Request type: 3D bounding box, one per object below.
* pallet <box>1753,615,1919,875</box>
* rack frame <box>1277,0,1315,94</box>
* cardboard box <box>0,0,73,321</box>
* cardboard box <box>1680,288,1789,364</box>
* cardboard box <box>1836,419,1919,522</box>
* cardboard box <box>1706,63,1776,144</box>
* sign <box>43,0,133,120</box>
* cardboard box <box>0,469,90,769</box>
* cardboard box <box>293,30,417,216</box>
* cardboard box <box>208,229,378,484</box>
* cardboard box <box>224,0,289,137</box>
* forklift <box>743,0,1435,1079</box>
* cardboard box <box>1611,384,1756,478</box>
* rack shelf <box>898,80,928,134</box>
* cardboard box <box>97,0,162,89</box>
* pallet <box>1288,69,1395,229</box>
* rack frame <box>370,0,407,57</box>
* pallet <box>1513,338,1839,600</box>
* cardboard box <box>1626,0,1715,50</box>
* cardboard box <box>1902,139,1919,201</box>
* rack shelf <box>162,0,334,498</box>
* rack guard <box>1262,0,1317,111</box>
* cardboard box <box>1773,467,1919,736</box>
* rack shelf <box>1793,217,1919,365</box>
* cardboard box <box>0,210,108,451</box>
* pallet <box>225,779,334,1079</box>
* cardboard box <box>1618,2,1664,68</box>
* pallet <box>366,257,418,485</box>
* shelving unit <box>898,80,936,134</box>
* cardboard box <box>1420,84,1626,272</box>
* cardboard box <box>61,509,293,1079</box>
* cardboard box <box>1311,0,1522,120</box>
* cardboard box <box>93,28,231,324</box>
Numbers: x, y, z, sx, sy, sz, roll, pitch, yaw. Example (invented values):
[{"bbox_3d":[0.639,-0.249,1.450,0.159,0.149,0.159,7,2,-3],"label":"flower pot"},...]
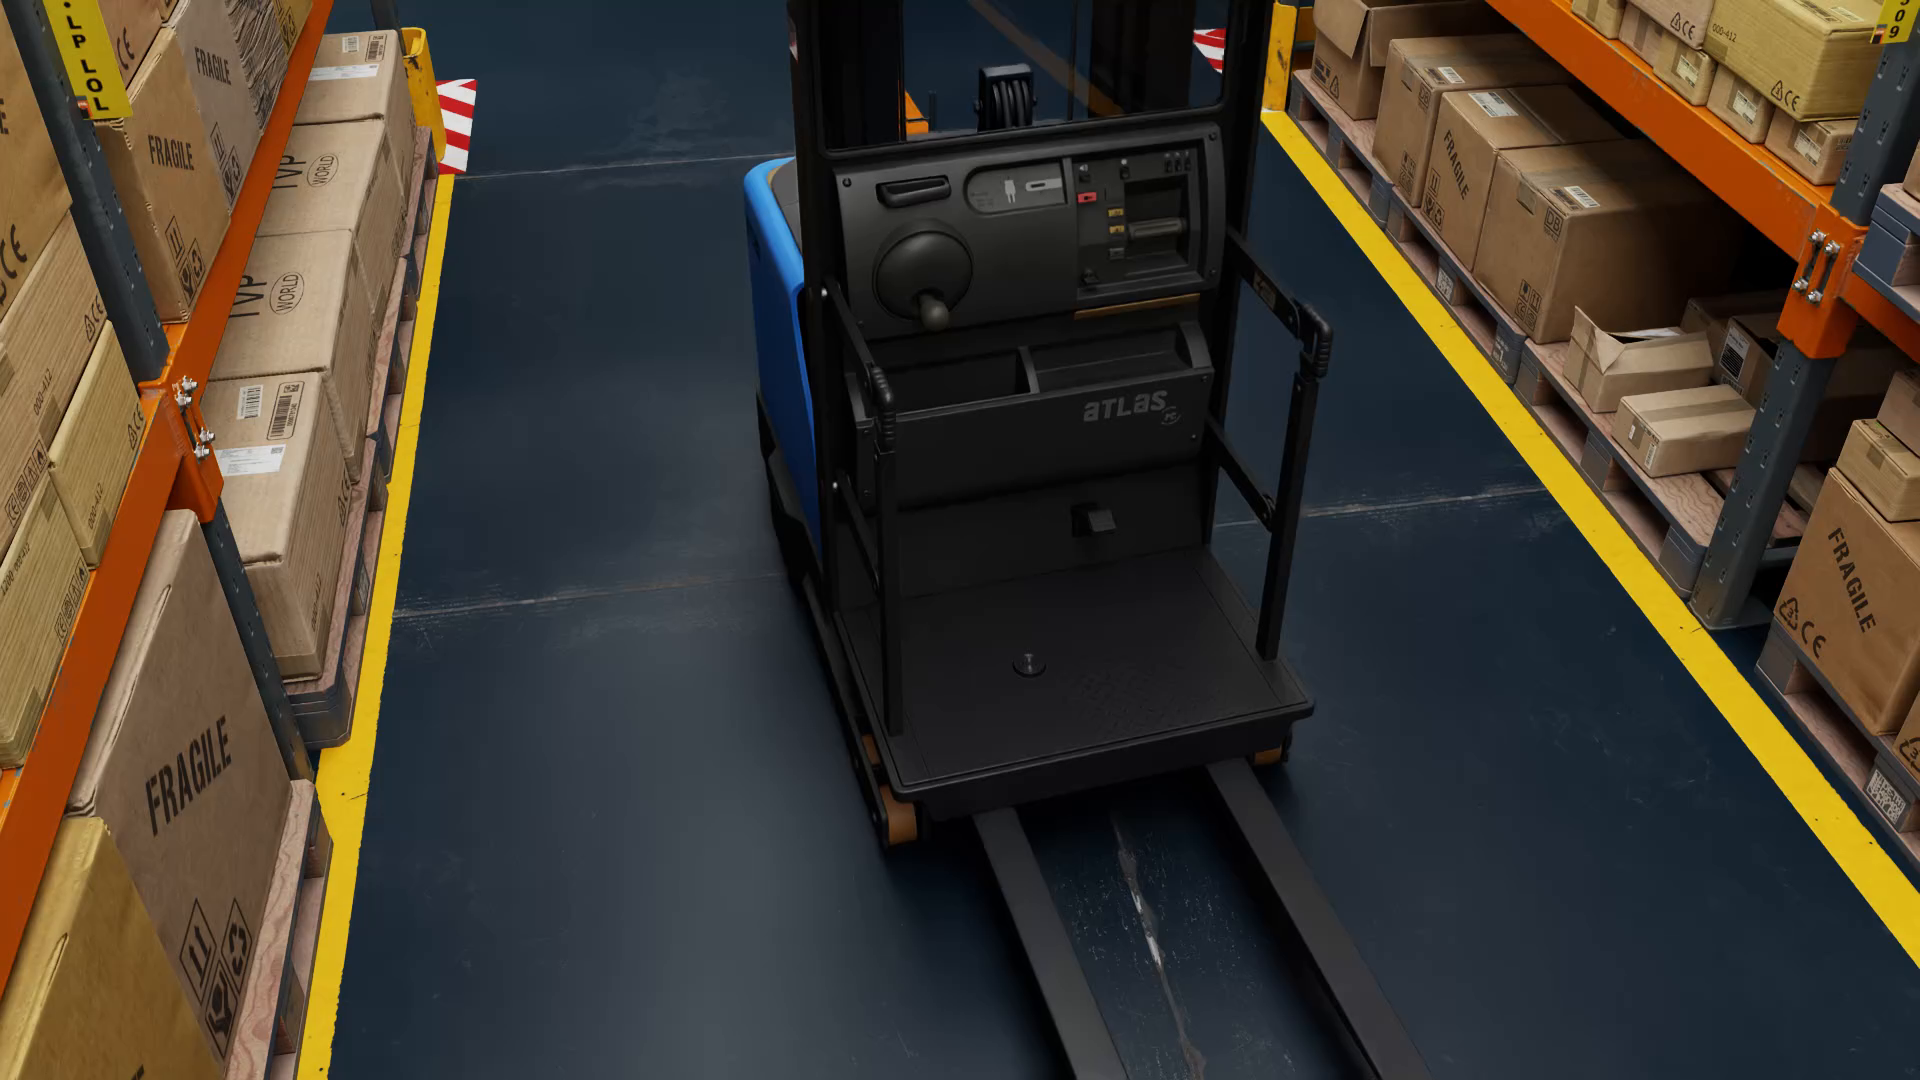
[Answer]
[{"bbox_3d":[2.863,0.588,4.321,1.003,0.211,1.213,-6,38,-8],"label":"pallet"},{"bbox_3d":[1.982,-3.417,7.203,1.000,3.000,0.127,-6,38,-8],"label":"rack frame"},{"bbox_3d":[-1.877,-0.656,2.753,0.500,0.500,0.500,-5,38,-6],"label":"cardboard box"},{"bbox_3d":[2.724,-0.727,5.722,0.380,0.149,0.250,-7,38,-9],"label":"cardboard box"},{"bbox_3d":[2.485,-0.190,4.216,0.380,0.149,0.250,-5,38,-6],"label":"cardboard box"},{"bbox_3d":[2.312,-1.222,4.582,0.380,0.149,0.250,-5,38,-7],"label":"cardboard box"},{"bbox_3d":[-1.670,-0.955,3.155,0.100,0.325,0.005,-6,38,-8],"label":"sign"},{"bbox_3d":[-1.788,0.146,2.739,0.500,0.250,0.500,-7,38,-9],"label":"cardboard box"},{"bbox_3d":[-2.690,-1.647,6.671,0.875,0.438,0.875,-7,38,-9],"label":"cardboard box"},{"bbox_3d":[-2.365,-0.550,5.259,0.875,0.438,0.875,-7,38,-9],"label":"cardboard box"},{"bbox_3d":[-2.192,-1.421,4.553,0.500,0.500,0.500,-6,38,-8],"label":"cardboard box"},{"bbox_3d":[0.238,-0.652,3.700,1.130,2.935,3.031,-10,39,-13],"label":"forklift"},{"bbox_3d":[2.297,-0.346,5.231,0.380,0.149,0.250,-7,38,-9],"label":"cardboard box"},{"bbox_3d":[-0.259,-1.323,5.334,0.258,0.148,0.480,-10,39,-13],"label":"rack shelf"},{"bbox_3d":[-2.048,-1.213,3.469,0.500,0.500,0.500,-6,38,-8],"label":"cardboard box"},{"bbox_3d":[2.136,-1.788,7.380,1.003,0.211,1.213,-6,38,-8],"label":"pallet"},{"bbox_3d":[-2.904,-2.881,6.513,1.000,3.000,0.127,-6,38,-8],"label":"rack frame"},{"bbox_3d":[2.564,-0.314,5.483,1.003,0.211,1.213,-6,38,-8],"label":"pallet"},{"bbox_3d":[2.252,-1.641,4.797,0.500,0.250,0.500,-6,38,-8],"label":"cardboard box"},{"bbox_3d":[2.548,-0.890,3.526,0.700,0.500,0.500,-5,38,-7],"label":"cardboard box"},{"bbox_3d":[-2.553,-1.388,5.179,1.077,0.370,4.000,-6,38,-8],"label":"rack shelf"},{"bbox_3d":[1.996,-2.384,7.911,1.175,0.500,0.348,-6,38,-8],"label":"rack guard"},{"bbox_3d":[2.547,0.137,4.324,0.500,0.500,0.500,-5,38,-6],"label":"cardboard box"},{"bbox_3d":[3.034,0.491,2.759,1.077,0.370,4.000,-6,38,-8],"label":"rack shelf"},{"bbox_3d":[-1.886,-0.363,2.986,0.500,0.250,0.500,-6,38,-8],"label":"cardboard box"},{"bbox_3d":[-1.993,1.095,3.669,1.003,0.211,1.213,-6,38,-8],"label":"pallet"},{"bbox_3d":[2.223,-1.538,4.989,0.380,0.149,0.250,-5,38,-7],"label":"cardboard box"},{"bbox_3d":[-2.476,-0.569,5.811,1.003,0.211,1.213,-6,38,-8],"label":"pallet"},{"bbox_3d":[-0.259,-1.013,5.575,0.258,1.200,0.503,-10,39,-13],"label":"shelving unit"},{"bbox_3d":[2.102,-1.365,6.257,0.500,0.500,0.500,-6,38,-7],"label":"cardboard box"},{"bbox_3d":[-2.015,0.575,3.455,0.875,0.875,0.875,-5,38,-7],"label":"cardboard box"},{"bbox_3d":[1.996,-2.217,7.351,0.797,0.503,0.637,-8,38,-10],"label":"cardboard box"},{"bbox_3d":[-2.027,-0.816,3.773,0.500,0.500,0.500,-5,38,-6],"label":"cardboard box"}]
